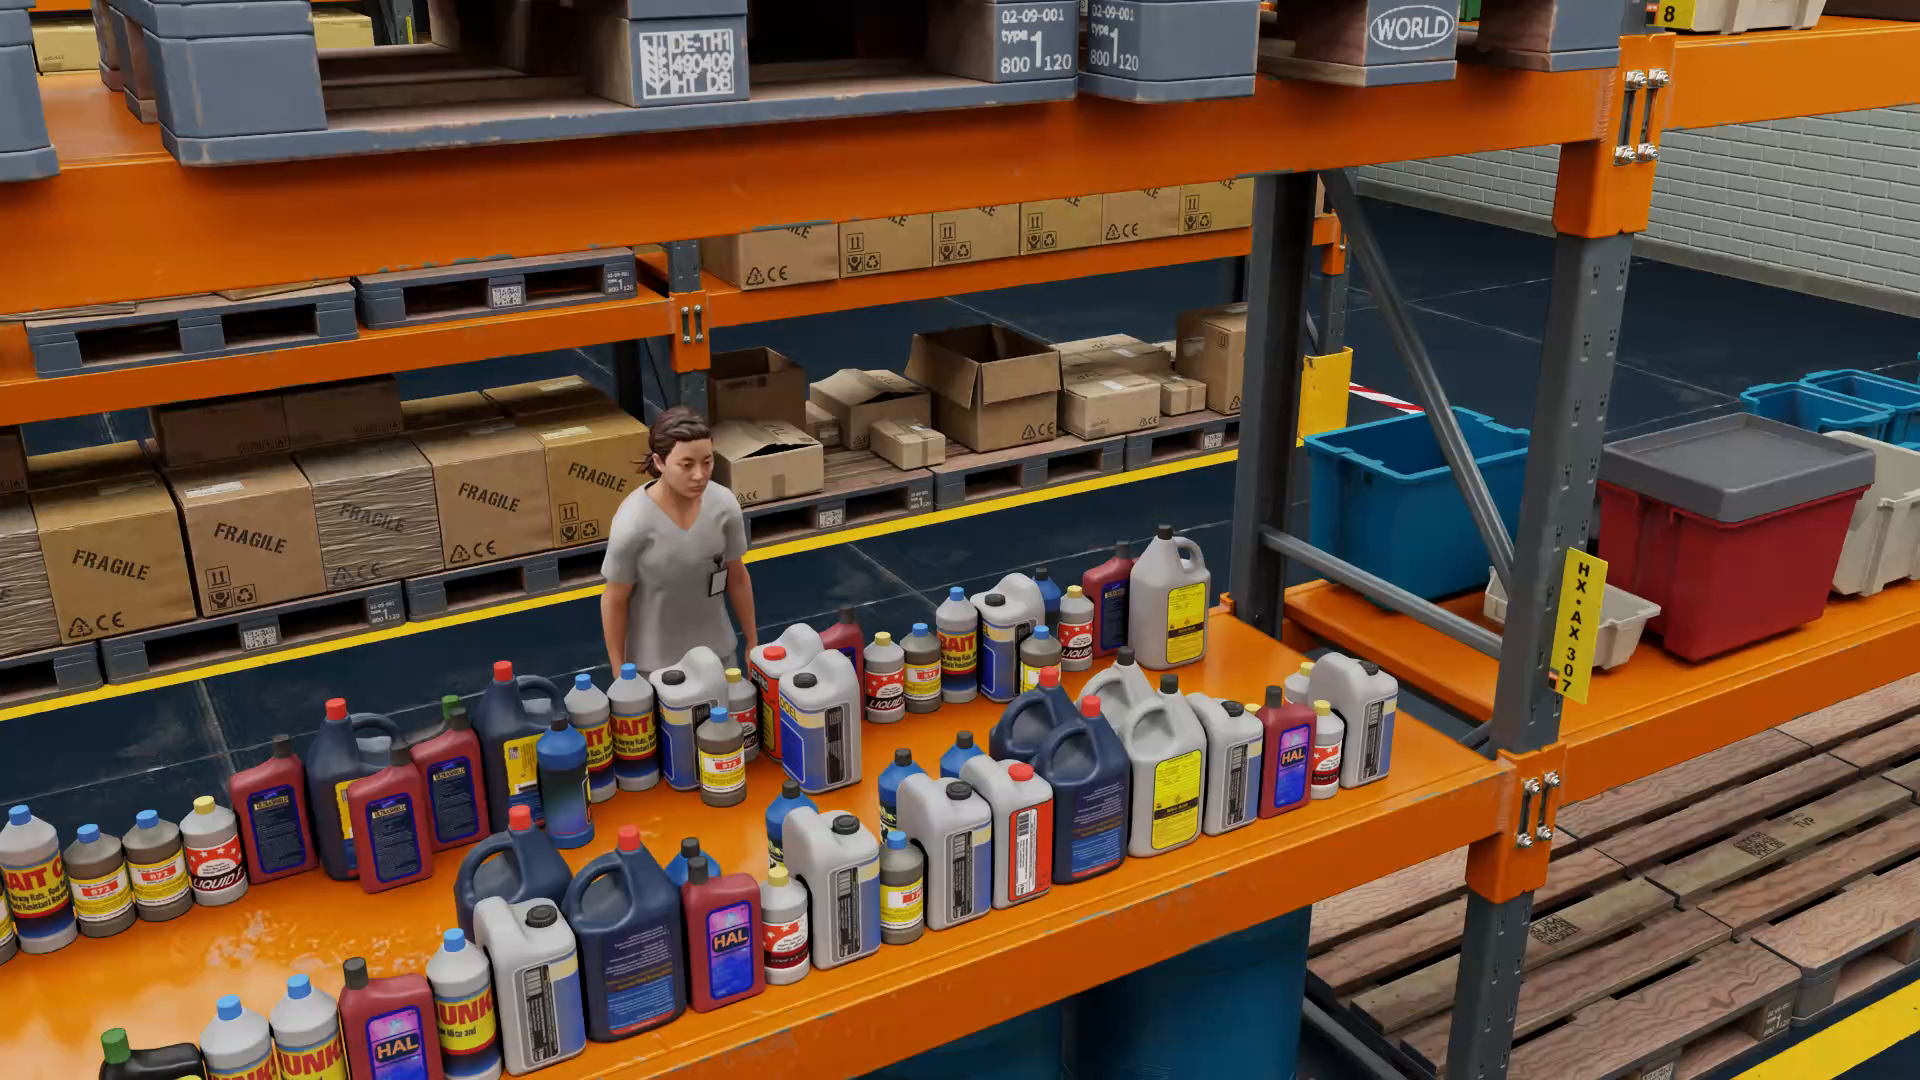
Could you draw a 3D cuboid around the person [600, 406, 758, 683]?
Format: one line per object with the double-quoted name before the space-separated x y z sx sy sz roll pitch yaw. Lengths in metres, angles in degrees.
"person" -0.853 0.385 5.129 0.508 1.673 0.352 -13 25 -30
